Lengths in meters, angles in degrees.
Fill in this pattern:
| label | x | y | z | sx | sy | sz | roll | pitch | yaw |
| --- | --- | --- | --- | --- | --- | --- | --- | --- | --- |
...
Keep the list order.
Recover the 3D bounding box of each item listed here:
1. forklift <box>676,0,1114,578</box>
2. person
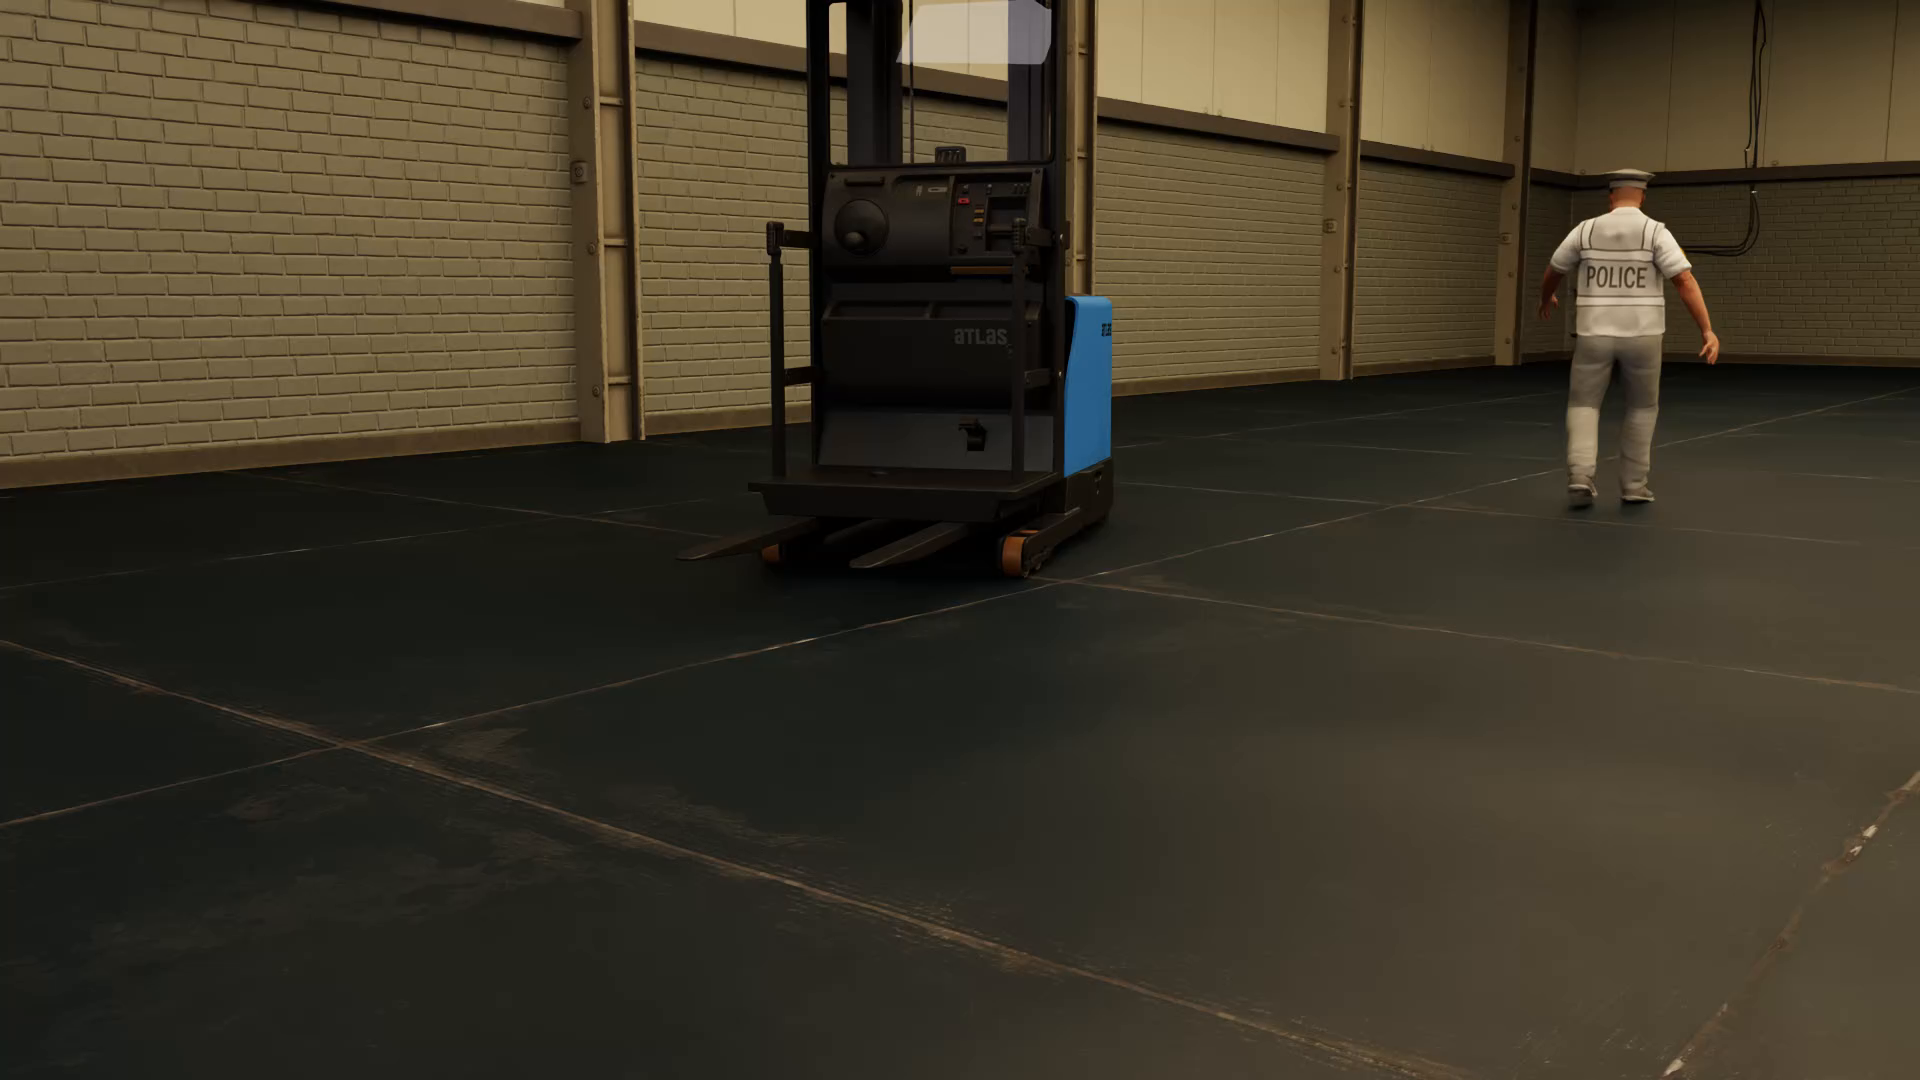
| label | x | y | z | sx | sy | sz | roll | pitch | yaw |
| --- | --- | --- | --- | --- | --- | --- | --- | --- | --- |
| forklift | -0.176 | -1.366 | 6.616 | 1.130 | 2.935 | 3.031 | 3 | 9 | 17 |
| person | 3.434 | -1.042 | 8.615 | 0.943 | 1.728 | 0.740 | 4 | 9 | 28 |
